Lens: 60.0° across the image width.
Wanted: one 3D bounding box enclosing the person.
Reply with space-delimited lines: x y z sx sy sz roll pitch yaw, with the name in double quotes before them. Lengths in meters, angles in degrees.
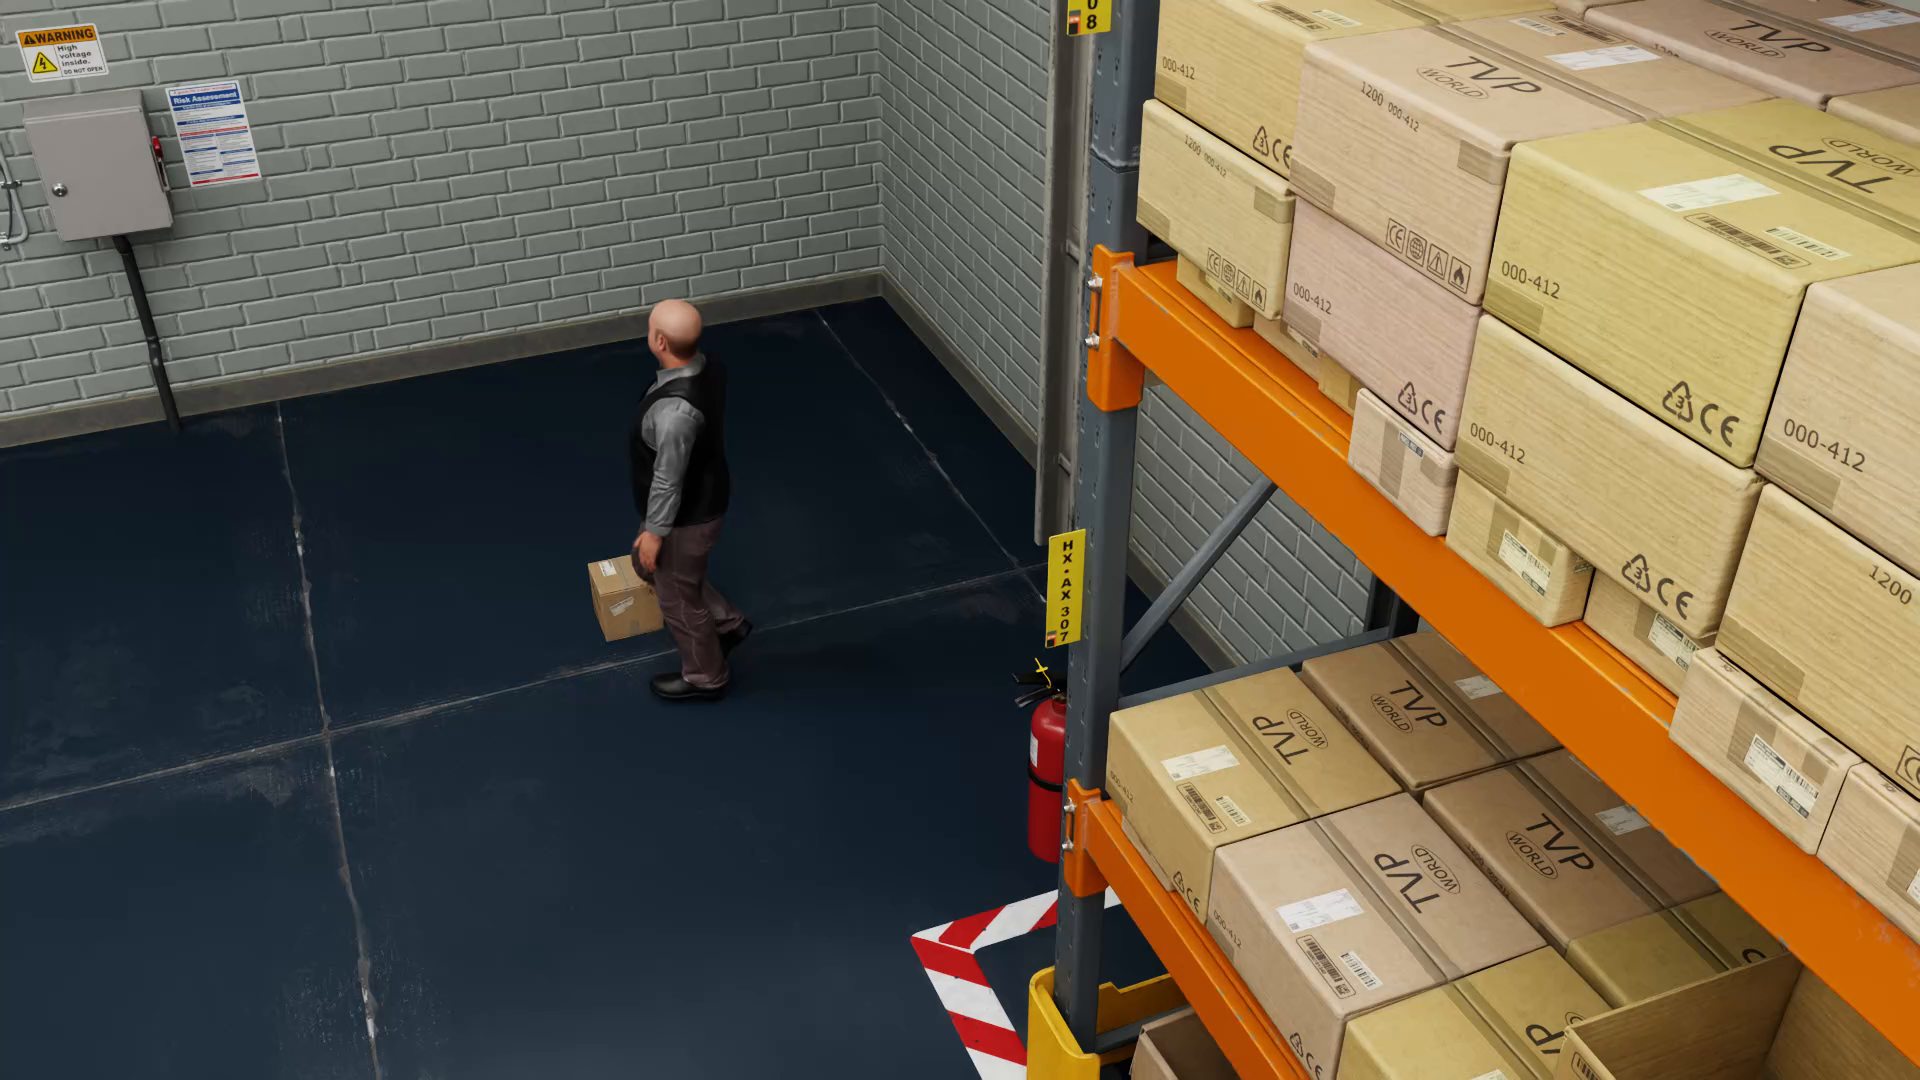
"person" -1.072 -0.124 6.321 0.468 1.713 0.551 0 33 -1
